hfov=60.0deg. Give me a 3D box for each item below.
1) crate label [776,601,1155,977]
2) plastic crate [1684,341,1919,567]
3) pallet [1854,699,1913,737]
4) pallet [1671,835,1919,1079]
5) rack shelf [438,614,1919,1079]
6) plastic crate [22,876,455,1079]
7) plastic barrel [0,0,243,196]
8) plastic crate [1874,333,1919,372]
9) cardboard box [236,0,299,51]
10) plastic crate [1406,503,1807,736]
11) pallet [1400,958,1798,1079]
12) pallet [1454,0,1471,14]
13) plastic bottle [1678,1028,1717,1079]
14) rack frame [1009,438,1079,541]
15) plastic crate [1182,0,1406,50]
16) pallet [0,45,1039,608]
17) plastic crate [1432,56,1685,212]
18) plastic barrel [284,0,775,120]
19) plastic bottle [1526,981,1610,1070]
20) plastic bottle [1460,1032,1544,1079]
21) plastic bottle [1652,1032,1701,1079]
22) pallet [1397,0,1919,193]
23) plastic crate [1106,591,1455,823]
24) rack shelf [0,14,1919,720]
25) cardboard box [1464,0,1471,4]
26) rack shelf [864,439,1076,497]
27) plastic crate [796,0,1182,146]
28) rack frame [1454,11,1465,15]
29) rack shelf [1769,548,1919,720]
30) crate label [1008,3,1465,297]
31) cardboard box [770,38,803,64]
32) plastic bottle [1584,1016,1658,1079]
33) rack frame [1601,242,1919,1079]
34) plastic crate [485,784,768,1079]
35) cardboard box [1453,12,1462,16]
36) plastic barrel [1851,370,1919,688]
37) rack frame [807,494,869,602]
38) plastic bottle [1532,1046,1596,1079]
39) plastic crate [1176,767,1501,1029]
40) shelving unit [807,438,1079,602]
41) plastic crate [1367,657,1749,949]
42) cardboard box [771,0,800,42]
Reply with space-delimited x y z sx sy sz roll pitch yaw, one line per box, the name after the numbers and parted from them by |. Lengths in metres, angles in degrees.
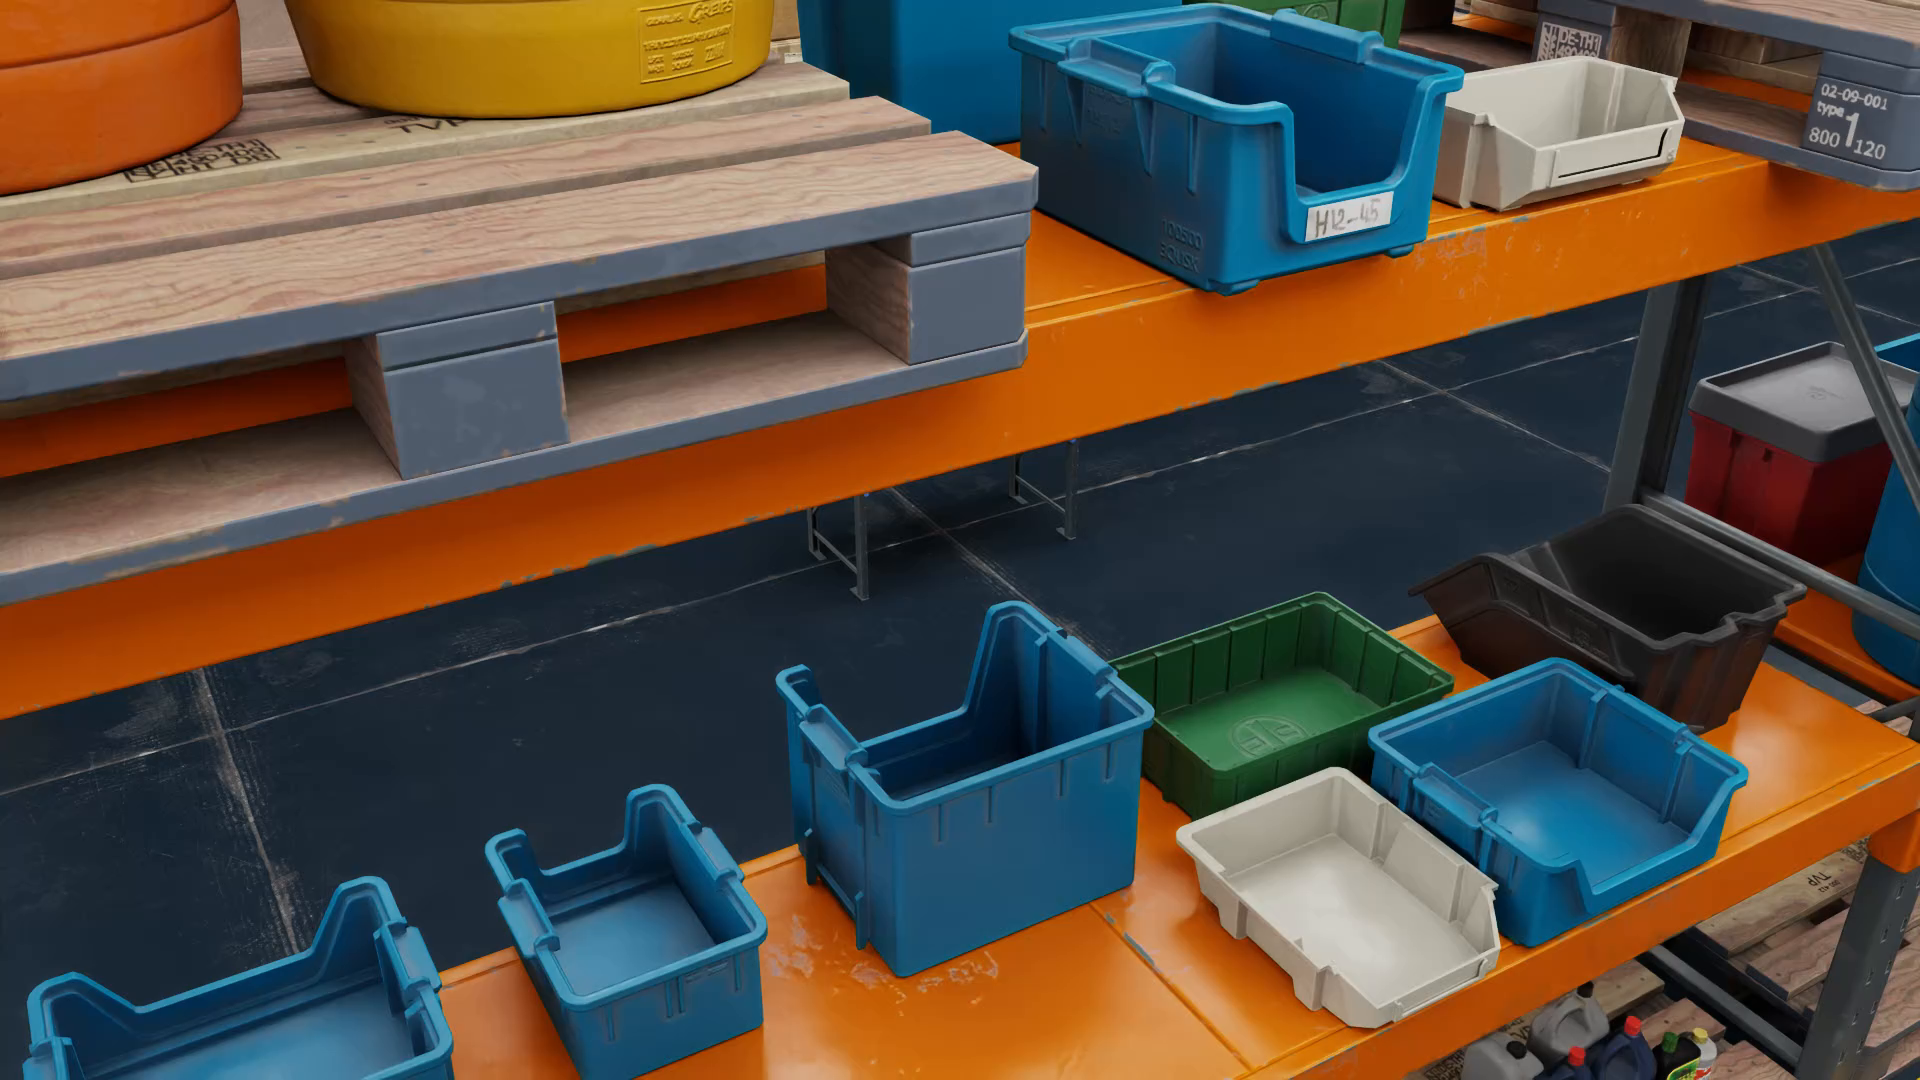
0.004 0.468 3.262 0.616 0.435 0.502 -16 33 -26 | crate label
2.265 -0.207 4.454 0.583 0.464 0.402 -16 33 -26 | plastic crate
3.713 0.779 5.620 1.213 0.211 1.003 -16 33 -26 | pallet
2.660 1.080 5.075 1.213 0.211 1.003 -16 33 -26 | pallet
0.278 0.872 3.311 4.000 0.370 1.077 -16 33 -26 | rack shelf
-1.166 0.864 2.733 0.616 0.251 0.499 -16 33 -26 | plastic crate
-1.091 -0.811 1.631 0.708 0.830 0.600 -16 33 -26 | plastic barrel
2.796 -0.325 4.752 0.575 0.384 0.392 -16 33 -26 | plastic crate
-2.613 -2.007 6.335 0.500 0.500 0.700 -16 33 -26 | cardboard box
1.487 0.169 3.903 0.504 0.338 0.767 -16 33 -26 | plastic crate
1.402 1.435 4.431 1.213 0.211 1.003 -16 33 -26 | pallet
3.494 -3.088 9.939 1.003 0.211 1.213 -16 33 -26 | pallet
1.848 1.318 4.198 0.097 0.201 0.097 0 29 0 | plastic bottle
0.365 -0.760 7.075 0.032 1.500 0.500 -16 33 -26 | rack frame
0.504 -0.881 2.856 0.450 0.188 0.336 -16 33 -26 | plastic crate
-0.683 -0.346 1.864 1.213 0.211 1.003 -16 33 -26 | pallet
0.824 -0.569 2.346 0.396 0.136 0.243 -16 33 -26 | plastic crate
-0.528 -0.865 1.980 0.600 0.588 0.600 0 29 0 | plastic barrel
1.520 1.252 4.163 0.185 0.351 0.144 -16 33 -26 | plastic bottle
1.331 1.336 4.088 0.135 0.276 0.152 -16 33 -26 | plastic bottle
1.755 1.319 4.112 0.133 0.283 0.061 -14 32 -24 | plastic bottle
1.430 -0.946 2.951 1.003 0.211 1.213 -16 33 -26 | pallet
0.689 0.375 3.686 0.662 0.188 0.450 -16 33 -26 | plastic crate
0.278 -0.442 2.586 4.000 0.370 1.077 -16 33 -26 | rack shelf
3.431 -3.405 9.778 0.700 0.500 0.500 22 36 34 | cardboard box
-0.074 -0.478 6.937 1.000 0.185 0.538 -16 33 -26 | rack shelf
0.045 -0.852 2.602 0.575 0.384 0.392 -16 33 -26 | plastic crate
2.945 -2.976 9.539 0.127 3.000 1.000 -16 33 -26 | rack frame
3.727 -0.107 5.085 4.000 0.370 1.077 -16 33 -26 | rack shelf
0.335 -0.522 2.142 0.408 0.251 0.502 -16 33 -26 | crate label
-0.844 -2.110 7.193 0.250 0.149 0.380 -17 33 -27 | cardboard box
1.593 1.312 4.054 0.185 0.351 0.144 -17 33 -28 | plastic bottle
2.003 0.067 4.024 0.127 3.000 1.000 -16 33 -26 | rack frame
-0.603 0.708 3.017 0.408 0.251 0.499 -16 33 -26 | plastic crate
2.609 -2.867 9.432 0.500 0.311 0.500 -14 32 -23 | cardboard box
2.489 -0.121 3.845 0.708 0.901 0.600 -16 33 -26 | plastic barrel
-0.512 -0.511 6.624 0.032 1.500 0.500 -16 33 -26 | rack frame
1.428 1.359 3.969 0.185 0.351 0.144 -18 33 -29 | plastic bottle
0.731 0.686 3.176 0.437 0.136 0.530 -16 33 -26 | plastic crate
-0.074 -0.636 6.850 1.048 1.500 0.538 -16 33 -26 | shelving unit
1.186 0.516 3.364 0.616 0.251 0.499 -16 33 -26 | plastic crate
-0.883 -2.498 7.225 0.500 0.500 0.700 -16 33 -26 | cardboard box
